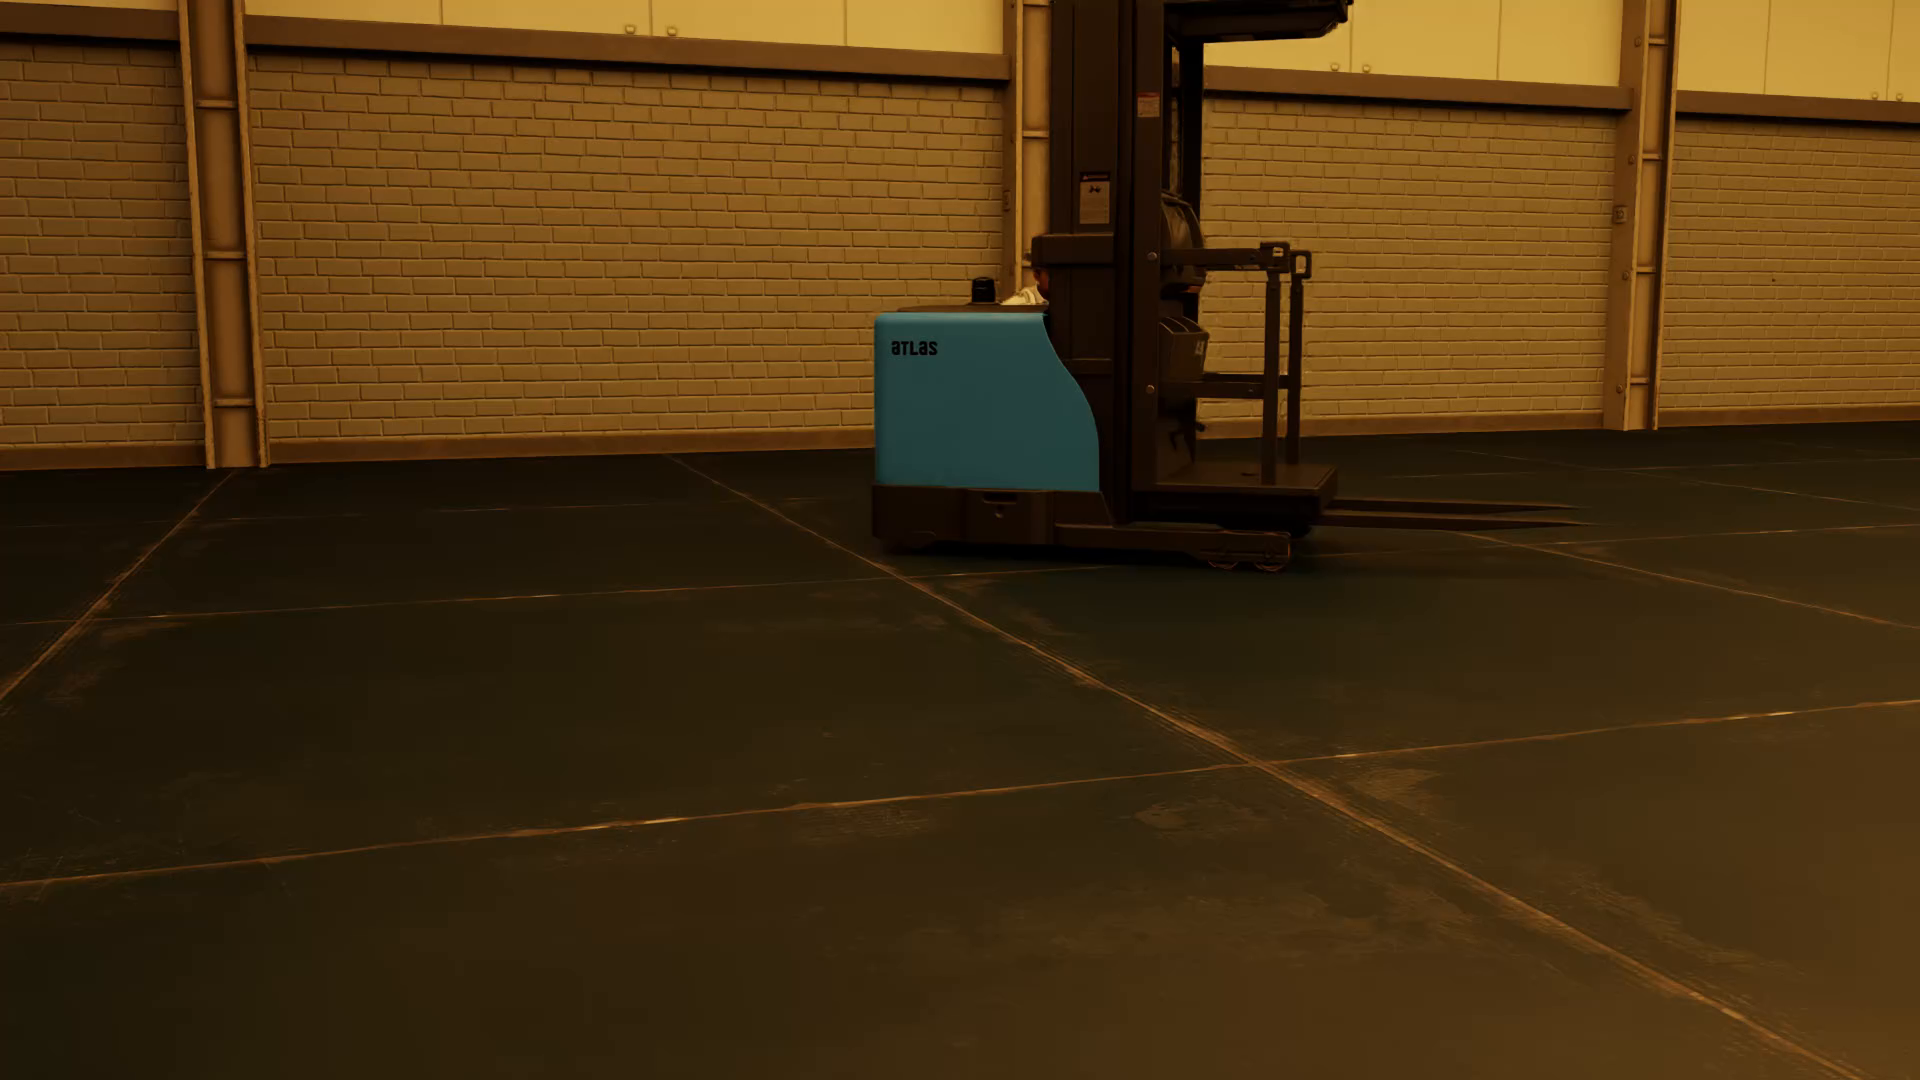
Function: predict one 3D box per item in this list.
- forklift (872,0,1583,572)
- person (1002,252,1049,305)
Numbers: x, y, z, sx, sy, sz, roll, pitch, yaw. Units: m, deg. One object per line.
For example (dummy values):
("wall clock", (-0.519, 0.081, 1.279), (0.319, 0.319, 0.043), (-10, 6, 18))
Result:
("forklift", (1.177, -1.399, 7.336), (3.031, 2.935, 1.130), (2, 8, 17))
("person", (0.492, -0.731, 8.288), (0.720, 1.471, 0.832), (-4, 8, -24))
